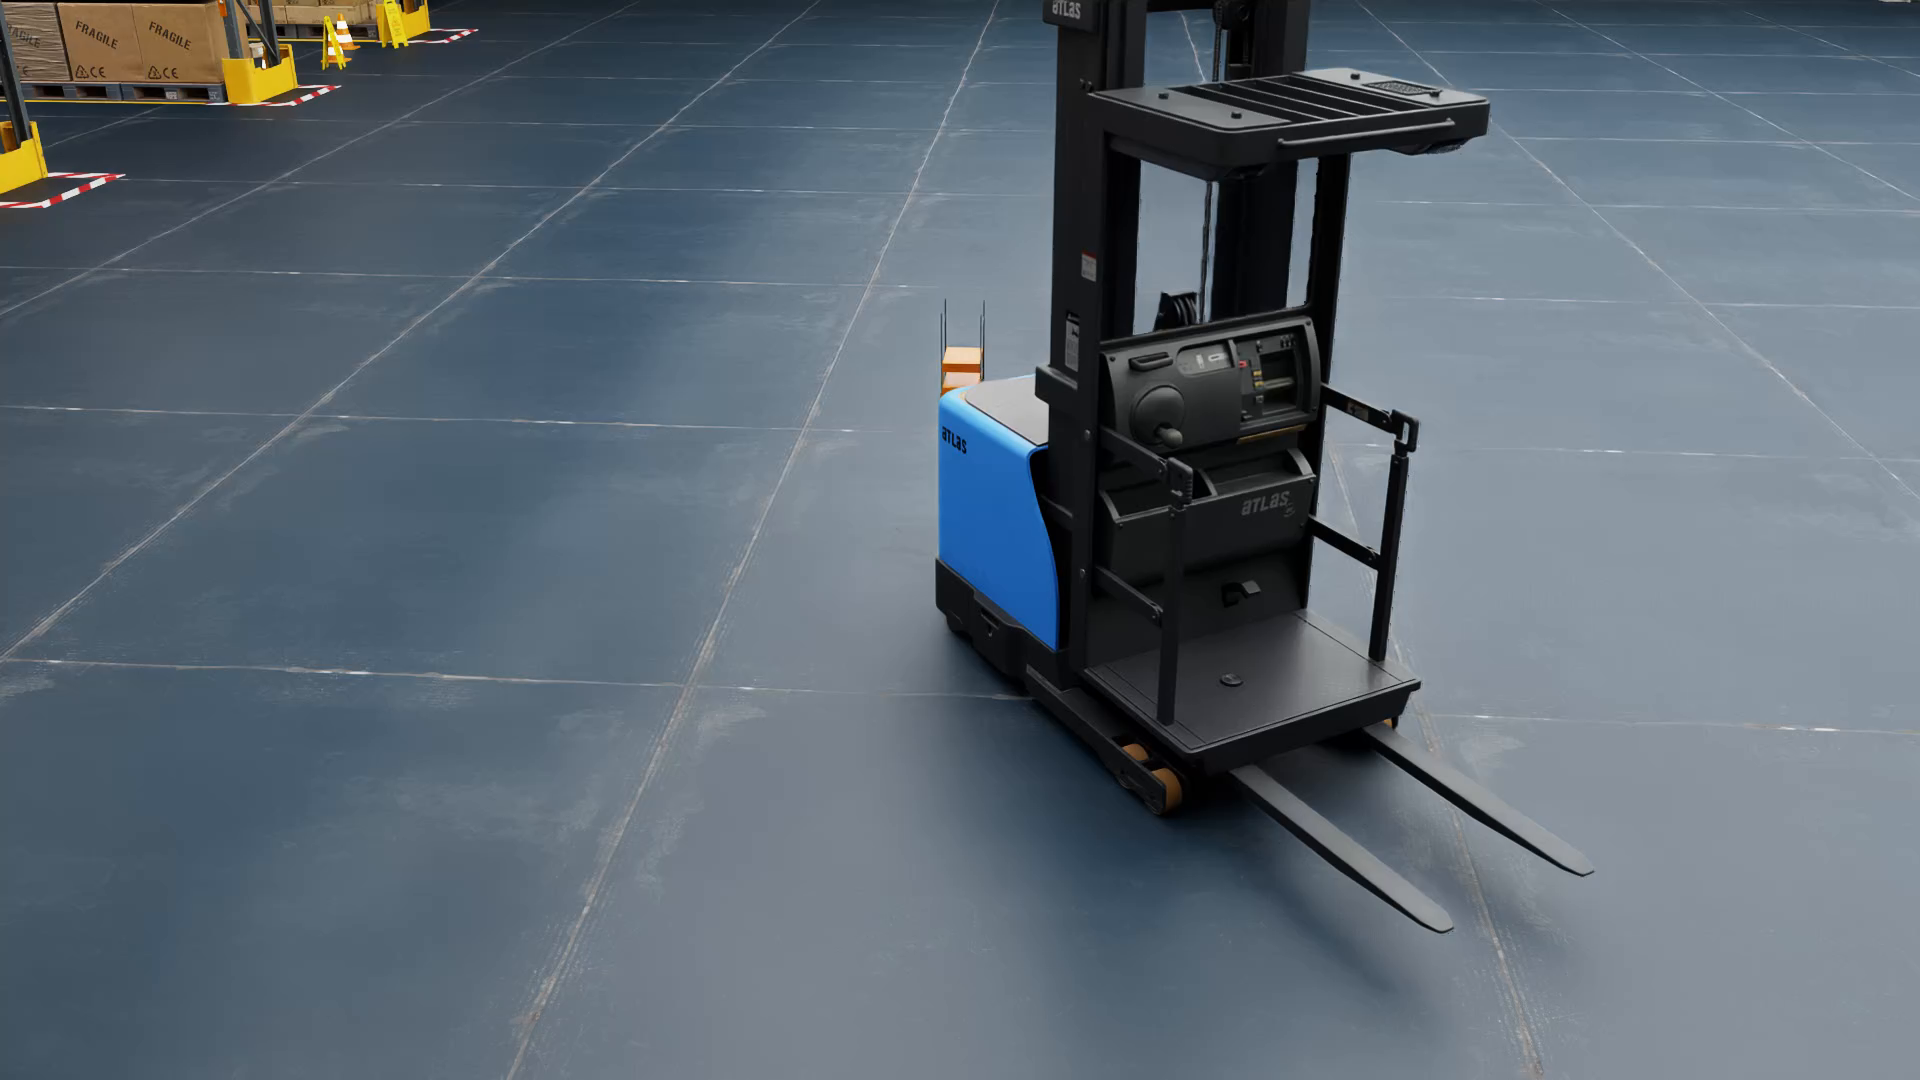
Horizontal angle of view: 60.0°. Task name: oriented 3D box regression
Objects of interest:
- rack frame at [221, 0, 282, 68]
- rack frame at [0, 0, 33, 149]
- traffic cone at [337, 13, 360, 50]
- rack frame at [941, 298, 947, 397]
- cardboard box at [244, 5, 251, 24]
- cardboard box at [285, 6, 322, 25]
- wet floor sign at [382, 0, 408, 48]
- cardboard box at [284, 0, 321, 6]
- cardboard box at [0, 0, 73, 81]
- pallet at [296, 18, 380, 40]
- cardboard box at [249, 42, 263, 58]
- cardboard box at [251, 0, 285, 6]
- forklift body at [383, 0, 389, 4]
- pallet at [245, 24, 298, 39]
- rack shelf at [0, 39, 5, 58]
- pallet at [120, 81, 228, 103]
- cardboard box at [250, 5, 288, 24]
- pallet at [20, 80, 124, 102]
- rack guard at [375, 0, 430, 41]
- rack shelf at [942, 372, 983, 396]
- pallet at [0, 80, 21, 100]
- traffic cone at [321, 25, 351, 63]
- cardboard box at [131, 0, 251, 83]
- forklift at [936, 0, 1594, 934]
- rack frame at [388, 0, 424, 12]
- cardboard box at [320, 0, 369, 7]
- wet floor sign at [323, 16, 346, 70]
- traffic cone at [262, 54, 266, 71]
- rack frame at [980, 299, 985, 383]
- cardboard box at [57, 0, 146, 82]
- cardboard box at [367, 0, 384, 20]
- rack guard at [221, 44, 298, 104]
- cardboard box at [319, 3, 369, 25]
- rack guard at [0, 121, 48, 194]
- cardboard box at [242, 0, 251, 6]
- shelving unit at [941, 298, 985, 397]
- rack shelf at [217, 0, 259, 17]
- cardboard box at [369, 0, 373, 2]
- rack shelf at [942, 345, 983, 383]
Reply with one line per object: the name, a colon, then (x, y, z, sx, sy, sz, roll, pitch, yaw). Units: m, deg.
rack frame: (-8.277, -6.644, 19.100, 0.127, 3.000, 1.000, 2, 25, 4)
rack frame: (-8.757, -4.580, 14.614, 0.127, 3.000, 1.000, 2, 25, 4)
traffic cone: (-8.526, -7.034, 22.982, 0.334, 0.463, 0.336, 2, 25, 4)
rack frame: (-0.077, -0.548, 8.005, 0.006, 1.200, 0.240, 2, 25, 4)
cardboard box: (-10.357, -7.620, 24.009, 0.500, 0.250, 0.500, 2, 25, 3)
cardboard box: (-9.341, -7.585, 23.933, 0.500, 0.250, 0.500, 2, 25, 4)
wet floor sign: (-7.891, -7.188, 23.100, 0.232, 0.644, 0.267, 11, 27, 22)
cardboard box: (-9.338, -7.925, 23.774, 0.500, 0.500, 0.500, 3, 25, 6)
cardboard box: (-10.744, -5.921, 19.568, 0.875, 0.875, 0.875, 2, 25, 4)
pallet: (-8.882, -7.486, 24.267, 1.213, 0.211, 1.003, 2, 25, 4)
cardboard box: (-9.460, -6.615, 22.448, 0.250, 0.149, 0.380, 16, 29, 31)
cardboard box: (-9.841, -7.944, 23.815, 0.500, 0.500, 0.500, 1, 25, 3)
forklift body: (-9.653, -9.694, 26.744, 1.214, 2.155, 2.313, 2, 25, 4)
pallet: (-10.095, -7.527, 24.355, 1.213, 0.211, 1.003, 2, 25, 4)
rack shelf: (-10.752, -4.317, 14.904, 4.000, 0.370, 1.077, 2, 25, 4)
pallet: (-9.080, -5.370, 19.668, 1.213, 0.211, 1.003, 2, 25, 4)
cardboard box: (-9.863, -7.600, 23.965, 0.500, 0.250, 0.500, 1, 25, 2)
pallet: (-10.293, -5.410, 19.755, 1.213, 0.211, 1.003, 2, 25, 4)
rack guard: (-8.075, -7.577, 24.118, 0.348, 0.500, 1.175, 2, 25, 4)
rack shelf: (0.014, -0.722, 7.916, 0.180, 0.103, 0.258, 2, 25, 4)
pallet: (-11.513, -5.448, 19.837, 1.213, 0.211, 1.003, 2, 25, 4)
traffic cone: (-8.272, -6.560, 21.953, 0.334, 0.463, 0.336, 2, 25, 4)
cardboard box: (-8.958, -5.863, 19.444, 0.875, 0.875, 0.875, 2, 25, 4)
forklift: (1.041, -0.546, 5.931, 1.130, 2.935, 3.031, -13, 28, -26)
rack frame: (-7.999, -8.710, 23.591, 0.127, 3.000, 1.000, 2, 25, 4)
cardboard box: (-8.818, -7.909, 23.740, 0.500, 0.500, 0.500, 2, 25, 4)
wet floor sign: (-8.097, -6.398, 21.384, 0.232, 0.644, 0.267, -2, 25, -5)
traffic cone: (-8.698, -6.100, 20.953, 0.334, 0.463, 0.336, 2, 25, 4)
rack frame: (0.106, -0.542, 7.992, 0.006, 1.200, 0.240, 2, 25, 4)
cardboard box: (-9.836, -5.891, 19.503, 0.875, 0.875, 0.875, 1, 25, 3)
cardboard box: (-8.782, -7.793, 24.384, 0.500, 0.250, 0.500, 2, 25, 4)
rack guard: (-8.253, -5.507, 19.621, 0.348, 0.500, 1.175, 2, 25, 4)
cardboard box: (-8.849, -7.566, 23.892, 0.500, 0.250, 0.500, 2, 25, 4)
rack guard: (-8.833, -3.447, 15.142, 0.348, 0.500, 1.175, 2, 25, 4)
cardboard box: (-10.368, -7.959, 23.849, 0.500, 0.500, 0.500, 3, 25, 7)
shelving unit: (0.014, -0.545, 7.998, 0.189, 1.200, 0.258, 2, 25, 4)
rack shelf: (-10.271, -6.381, 19.389, 4.000, 0.370, 1.077, 2, 25, 4)
cardboard box: (-8.806, -8.134, 24.229, 0.500, 0.500, 0.500, 1, 25, 2)
rack shelf: (0.014, -0.831, 7.866, 0.180, 0.103, 0.258, 2, 25, 4)
